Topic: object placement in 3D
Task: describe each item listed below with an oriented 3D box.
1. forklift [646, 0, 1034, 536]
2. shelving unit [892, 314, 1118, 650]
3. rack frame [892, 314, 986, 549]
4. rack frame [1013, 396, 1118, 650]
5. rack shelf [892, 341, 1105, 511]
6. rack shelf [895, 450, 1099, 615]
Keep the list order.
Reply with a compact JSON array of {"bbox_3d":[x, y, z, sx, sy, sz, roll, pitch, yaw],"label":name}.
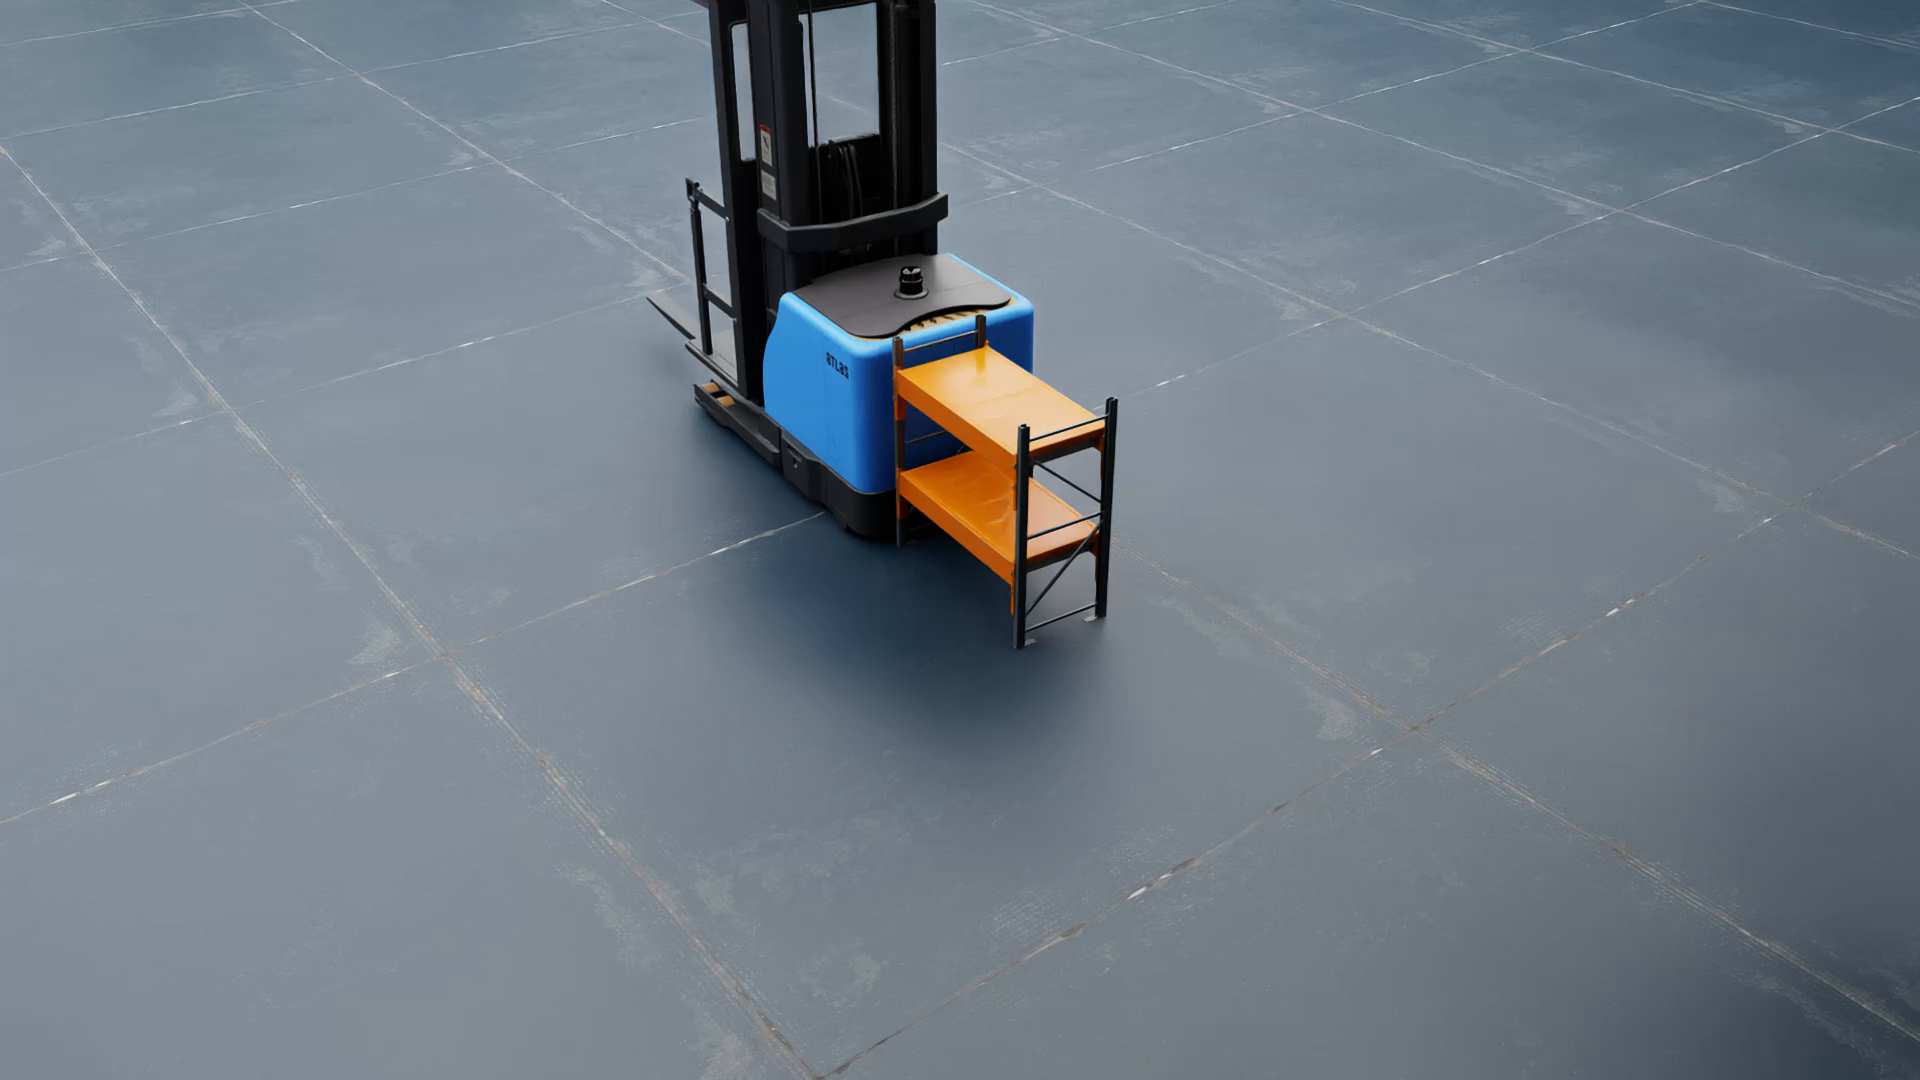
[{"bbox_3d":[-0.842,-2.003,8.696,1.130,2.935,3.031,-19,36,-27],"label":"forklift"},{"bbox_3d":[0.181,-0.286,7.645,0.538,1.125,1.048,-19,36,-27],"label":"shelving unit"},{"bbox_3d":[-0.094,-0.512,8.008,0.500,1.125,0.032,-19,36,-27],"label":"rack frame"},{"bbox_3d":[0.457,-0.061,7.282,0.500,1.125,0.032,-19,36,-27],"label":"rack frame"},{"bbox_3d":[0.181,-0.535,7.491,0.538,0.278,1.000,-19,36,-27],"label":"rack shelf"},{"bbox_3d":[0.181,-0.079,7.774,0.538,0.278,1.000,-19,36,-27],"label":"rack shelf"}]
